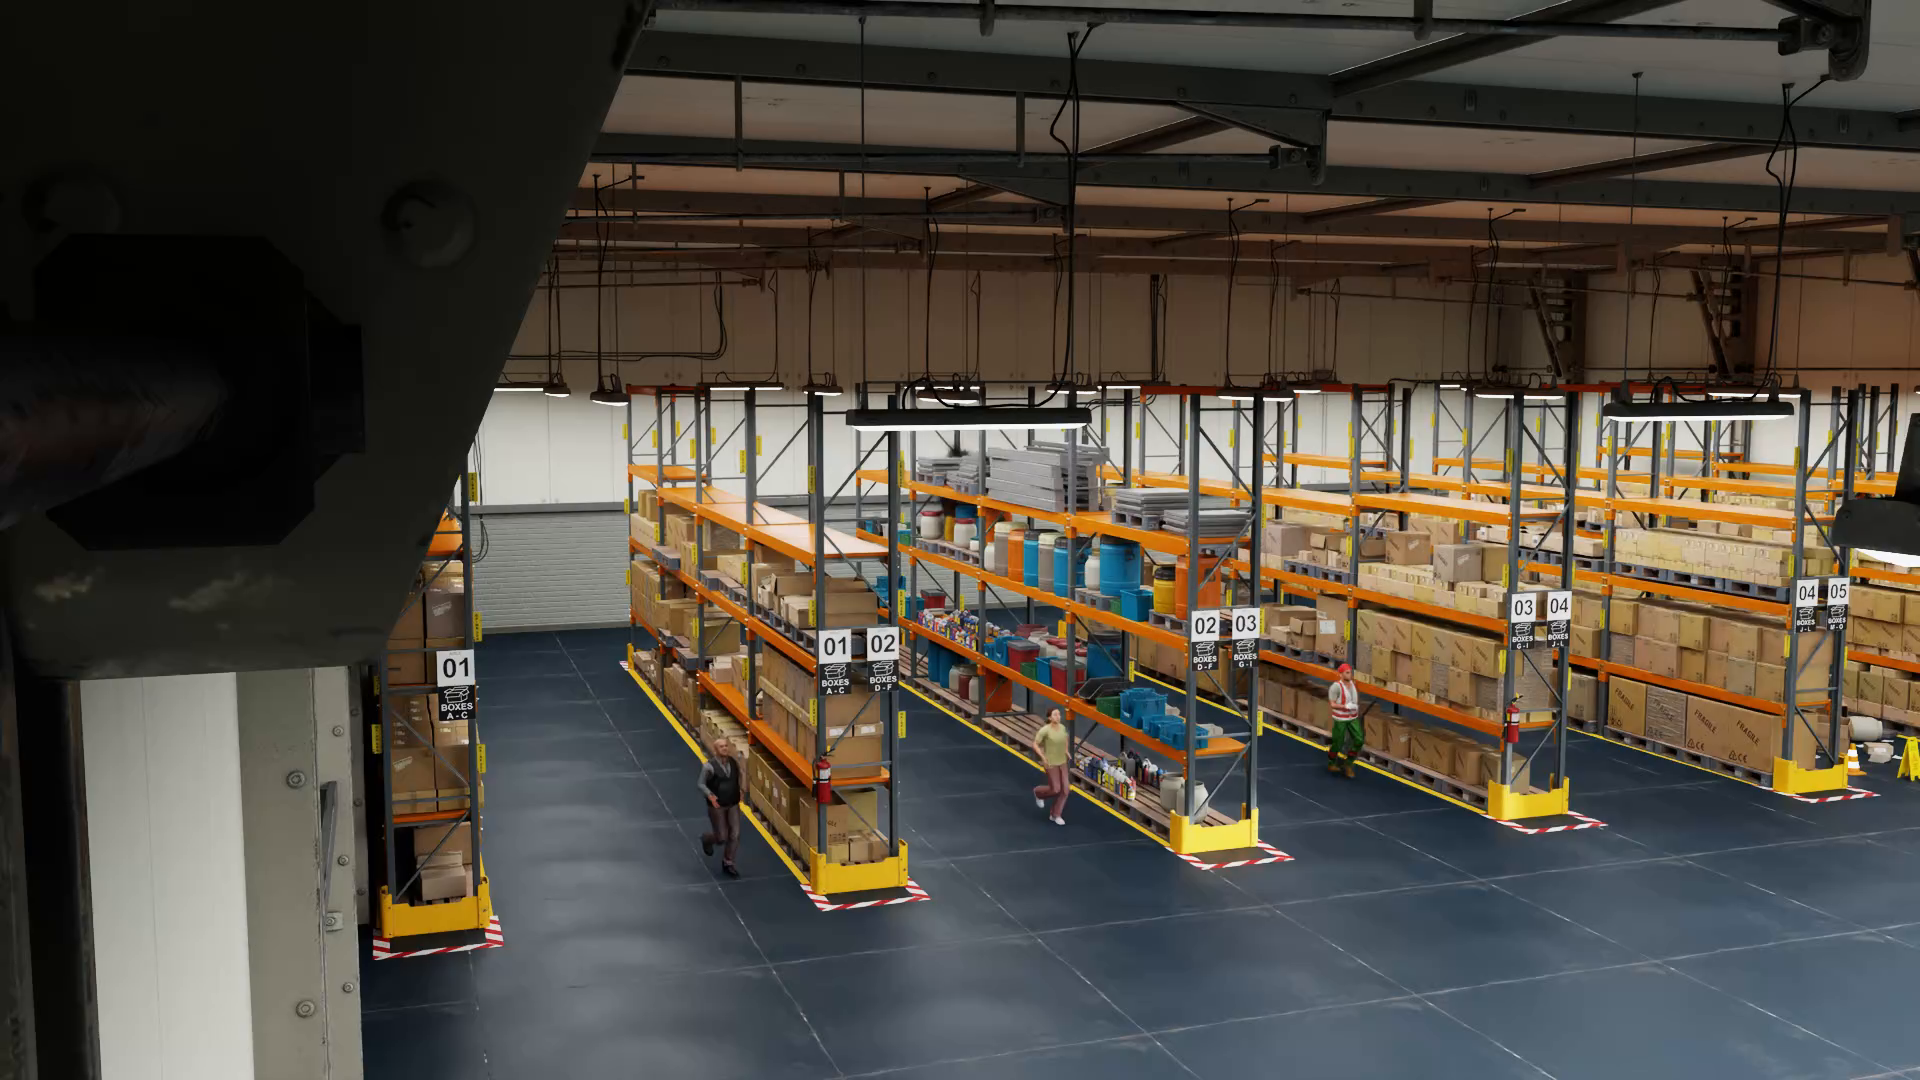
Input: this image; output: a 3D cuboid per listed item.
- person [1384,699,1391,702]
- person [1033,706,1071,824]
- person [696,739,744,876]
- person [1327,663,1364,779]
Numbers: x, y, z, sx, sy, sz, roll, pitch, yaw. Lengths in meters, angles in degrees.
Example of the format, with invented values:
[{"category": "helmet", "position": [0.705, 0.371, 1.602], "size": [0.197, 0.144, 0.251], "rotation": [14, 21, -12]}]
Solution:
[{"category": "person", "position": [8.132, 2.264, 31.681], "size": [0.582, 1.624, 0.557], "rotation": [-3, 7, -26]}, {"category": "person", "position": [1.295, 3.129, 23.300], "size": [0.581, 1.631, 0.605], "rotation": [-4, 7, -32]}, {"category": "person", "position": [-2.998, 3.337, 20.972], "size": [0.661, 1.694, 0.733], "rotation": [-4, 7, -35]}, {"category": "person", "position": [5.951, 2.794, 25.740], "size": [0.599, 1.806, 0.756], "rotation": [-2, 6, -20]}]
